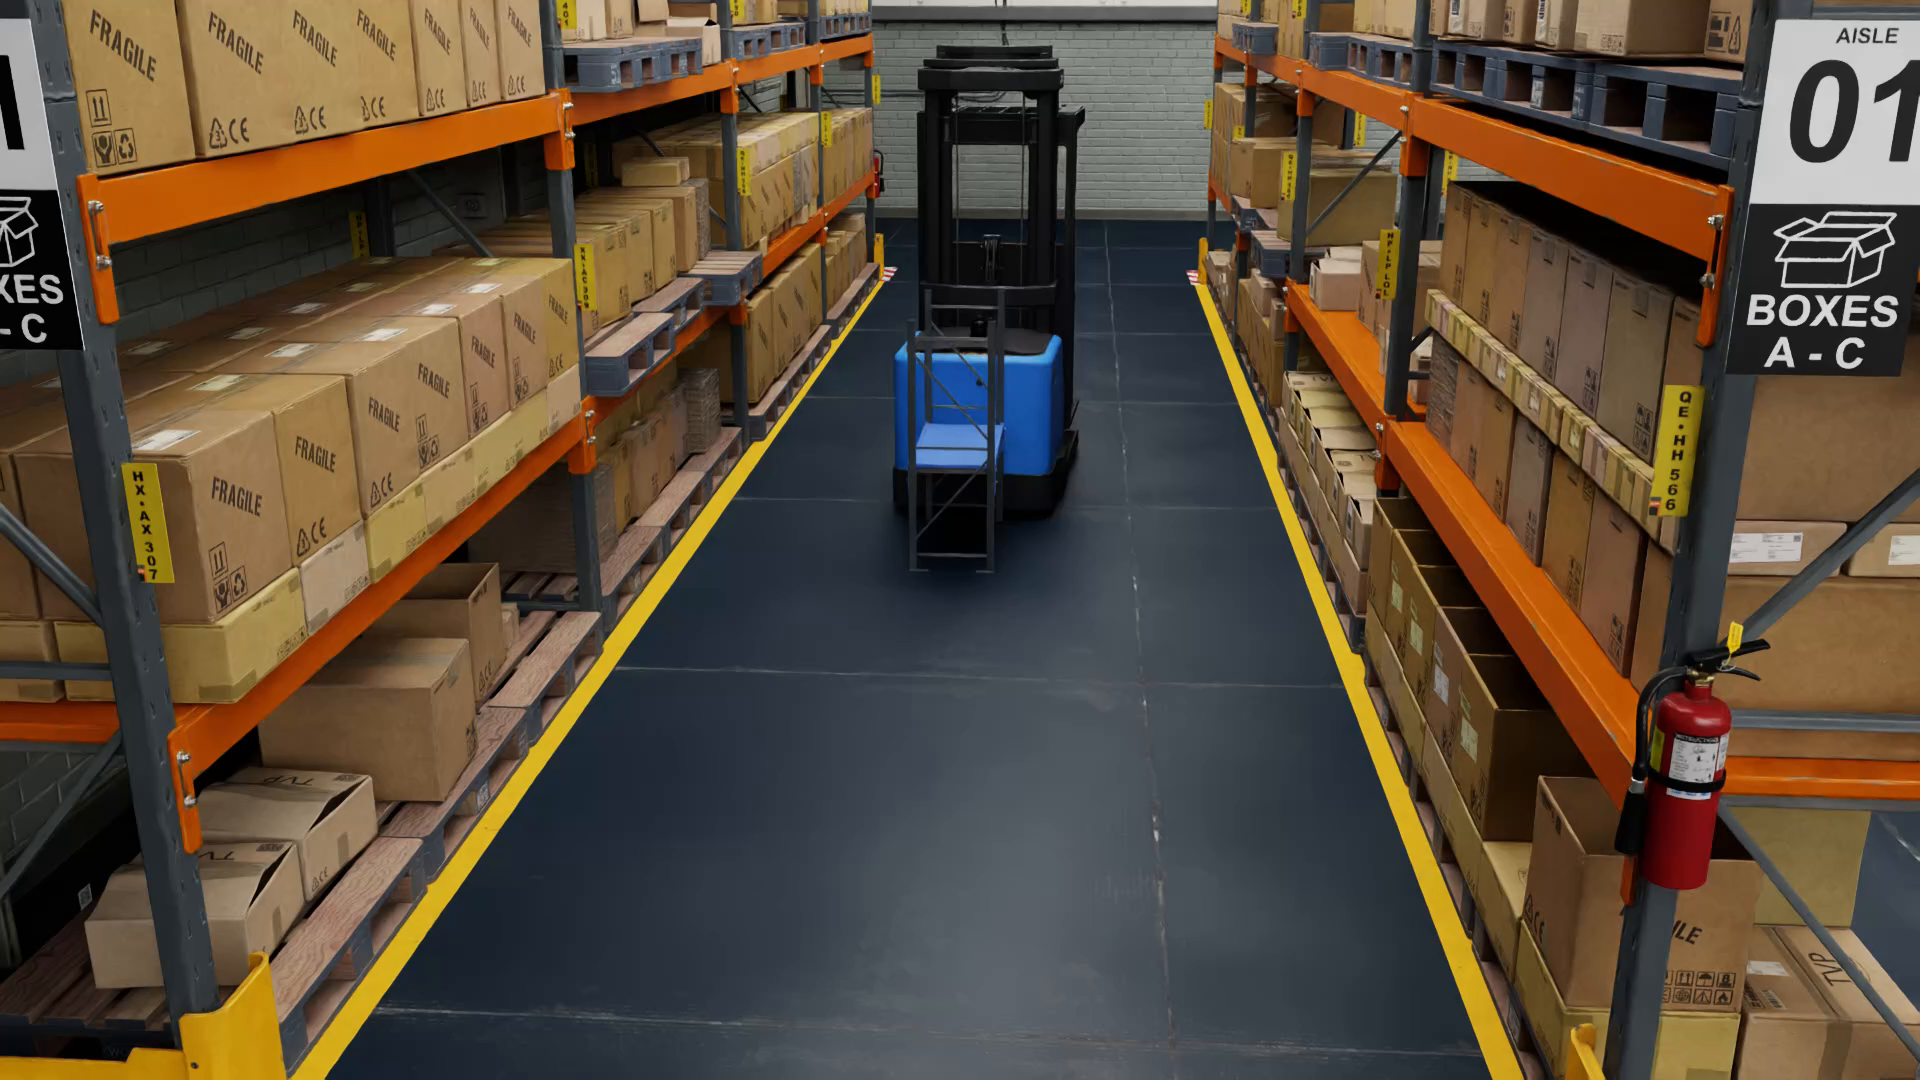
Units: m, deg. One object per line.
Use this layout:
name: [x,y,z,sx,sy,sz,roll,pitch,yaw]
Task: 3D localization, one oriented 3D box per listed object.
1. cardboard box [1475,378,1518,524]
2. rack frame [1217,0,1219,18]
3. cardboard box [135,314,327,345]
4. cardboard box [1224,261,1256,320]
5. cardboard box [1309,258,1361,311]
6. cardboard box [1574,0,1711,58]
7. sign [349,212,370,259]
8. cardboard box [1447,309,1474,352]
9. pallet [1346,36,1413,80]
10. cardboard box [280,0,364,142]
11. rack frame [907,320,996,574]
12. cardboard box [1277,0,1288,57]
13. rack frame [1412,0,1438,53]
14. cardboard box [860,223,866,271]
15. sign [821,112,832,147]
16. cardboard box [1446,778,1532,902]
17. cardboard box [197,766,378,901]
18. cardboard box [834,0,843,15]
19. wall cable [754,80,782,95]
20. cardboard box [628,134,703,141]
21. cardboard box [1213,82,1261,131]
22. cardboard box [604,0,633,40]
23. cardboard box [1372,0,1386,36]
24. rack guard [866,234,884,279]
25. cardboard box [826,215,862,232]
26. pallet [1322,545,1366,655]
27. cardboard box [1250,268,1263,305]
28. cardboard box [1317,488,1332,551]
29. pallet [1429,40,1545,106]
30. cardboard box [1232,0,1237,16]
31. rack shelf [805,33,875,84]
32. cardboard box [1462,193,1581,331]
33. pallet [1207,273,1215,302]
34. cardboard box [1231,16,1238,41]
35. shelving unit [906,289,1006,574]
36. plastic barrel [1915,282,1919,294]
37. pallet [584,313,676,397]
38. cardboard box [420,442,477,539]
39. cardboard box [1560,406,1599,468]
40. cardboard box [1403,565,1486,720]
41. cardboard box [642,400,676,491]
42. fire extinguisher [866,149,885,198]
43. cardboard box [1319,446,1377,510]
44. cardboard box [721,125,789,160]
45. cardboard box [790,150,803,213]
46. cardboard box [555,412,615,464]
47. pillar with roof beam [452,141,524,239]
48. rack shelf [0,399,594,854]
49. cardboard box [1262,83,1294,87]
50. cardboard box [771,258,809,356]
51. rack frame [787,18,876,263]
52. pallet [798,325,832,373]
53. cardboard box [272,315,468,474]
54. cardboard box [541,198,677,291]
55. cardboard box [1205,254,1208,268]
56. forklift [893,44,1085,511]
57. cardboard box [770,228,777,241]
cardboard box: [2.465,-0.366,6.563,0.700,0.500,0.500,2,18,5]
rack frame: [3.421,-7.354,18.415,1.000,3.000,0.127,1,18,4]
cardboard box: [-2.730,-0.562,6.327,0.500,0.500,0.500,2,18,5]
cardboard box: [2.893,-2.466,16.438,0.500,0.500,0.500,1,18,4]
cardboard box: [2.591,-1.703,10.946,0.500,0.311,0.500,1,18,3]
cardboard box: [2.094,-1.518,4.763,0.500,0.250,0.500,1,18,4]
sign: [-2.934,-1.447,8.164,0.100,0.325,0.005,1,18,4]
cardboard box: [2.314,-0.895,7.135,0.380,0.149,0.250,1,18,2]
pallet: [2.811,-2.794,9.620,1.003,0.211,1.213,2,18,6]
cardboard box: [-2.286,-1.552,5.331,0.500,0.500,0.500,2,18,6]
rack frame: [-0.049,-0.525,9.617,0.500,1.500,0.032,1,18,4]
cardboard box: [2.920,-3.948,12.676,0.910,0.500,0.500,1,18,4]
rack frame: [2.561,-3.627,7.041,1.000,3.000,0.127,1,18,4]
cardboard box: [-1.470,-3.405,19.337,0.700,0.500,0.500,1,18,4]
sign: [-1.265,-3.874,15.696,0.100,0.325,0.005,1,18,4]
cardboard box: [2.076,1.089,6.024,0.500,0.250,0.500,1,18,4]
cardboard box: [-2.486,1.035,6.058,0.500,0.311,0.500,3,18,8]
cardboard box: [-1.443,-5.338,16.486,0.500,0.250,0.500,1,18,3]
wall cable: [-2.371,-5.514,20.803,0.084,1.984,1.851,1,18,4]
cardboard box: [-2.279,-2.990,12.857,0.500,0.250,0.500,1,18,2]
cardboard box: [3.127,-4.894,18.776,0.500,0.500,0.500,2,18,6]
cardboard box: [-2.173,-3.109,9.443,0.500,0.500,0.500,1,18,2]
cardboard box: [2.852,-3.267,10.326,0.500,0.250,0.500,2,18,5]
rack guard: [-1.518,-3.432,20.095,1.175,0.500,0.348,1,18,4]
cardboard box: [-1.315,-3.590,18.860,0.380,0.149,0.250,2,18,5]
pallet: [2.575,0.319,9.111,1.003,0.211,1.213,1,18,4]
cardboard box: [2.785,-2.183,14.372,0.500,0.250,0.500,1,18,4]
cardboard box: [2.376,-0.121,9.715,0.500,0.250,0.500,2,18,5]
pallet: [2.526,-1.894,6.712,1.003,0.211,1.213,1,18,4]
cardboard box: [2.976,-5.320,16.464,0.500,0.250,0.500,1,18,4]
rack shelf: [-1.663,-5.075,17.433,1.077,0.370,4.000,1,18,4]
cardboard box: [2.501,-1.146,6.858,0.700,0.500,0.500,1,18,4]
pallet: [3.360,-2.907,18.956,1.003,0.211,1.213,1,18,4]
cardboard box: [2.978,-5.083,16.541,0.500,0.250,0.500,1,18,4]
shelving unit: [-0.010,-0.683,10.099,0.538,1.500,1.048,1,18,4]
plastic barrel: [7.968,-1.963,14.293,0.600,0.901,0.708,1,18,4]
pallet: [-2.180,-1.029,9.054,1.003,0.211,1.213,1,18,4]
cardboard box: [-2.211,-0.203,6.434,0.500,0.250,0.500,1,18,4]
cardboard box: [2.186,-0.333,5.420,0.380,0.149,0.250,2,18,6]
cardboard box: [2.144,0.422,6.855,0.500,0.500,0.500,1,18,4]
cardboard box: [-2.253,-0.612,10.782,0.700,0.500,0.500,1,18,4]
fire extinguisher: [-1.049,-4.435,19.865,0.296,0.674,0.183,1,18,4]
cardboard box: [2.373,-0.385,9.621,0.500,0.311,0.500,1,18,4]
cardboard box: [-1.703,-3.299,13.800,0.500,0.250,0.500,1,18,3]
cardboard box: [-1.659,-3.105,14.413,0.500,0.500,0.500,1,18,4]
cardboard box: [-2.316,-0.629,9.630,0.500,0.250,0.500,1,18,3]
pillar with roof beam: [1.245,-4.499,9.700,9.100,9.000,0.400,1,18,4]
rack shelf: [-2.523,0.077,6.526,1.077,0.370,4.000,1,18,4]
cardboard box: [3.664,-4.882,18.738,0.500,0.500,0.500,1,18,3]
cardboard box: [-1.784,-2.068,14.694,0.750,0.750,0.750,2,18,6]
rack frame: [-1.520,-4.613,19.684,1.000,3.000,0.127,1,18,4]
pallet: [-1.787,-1.804,15.590,1.003,0.211,1.213,1,18,4]
cardboard box: [-2.219,-0.554,6.301,0.500,0.500,0.500,2,18,6]
cardboard box: [-2.184,-1.851,10.388,0.700,0.500,0.500,1,18,4]
cardboard box: [3.049,-3.235,19.351,0.380,0.149,0.250,1,18,4]
forklift: [0.288,-1.997,11.811,1.130,2.935,3.031,3,18,8]
cardboard box: [-1.739,-2.592,13.888,0.380,0.149,0.250,1,18,4]
